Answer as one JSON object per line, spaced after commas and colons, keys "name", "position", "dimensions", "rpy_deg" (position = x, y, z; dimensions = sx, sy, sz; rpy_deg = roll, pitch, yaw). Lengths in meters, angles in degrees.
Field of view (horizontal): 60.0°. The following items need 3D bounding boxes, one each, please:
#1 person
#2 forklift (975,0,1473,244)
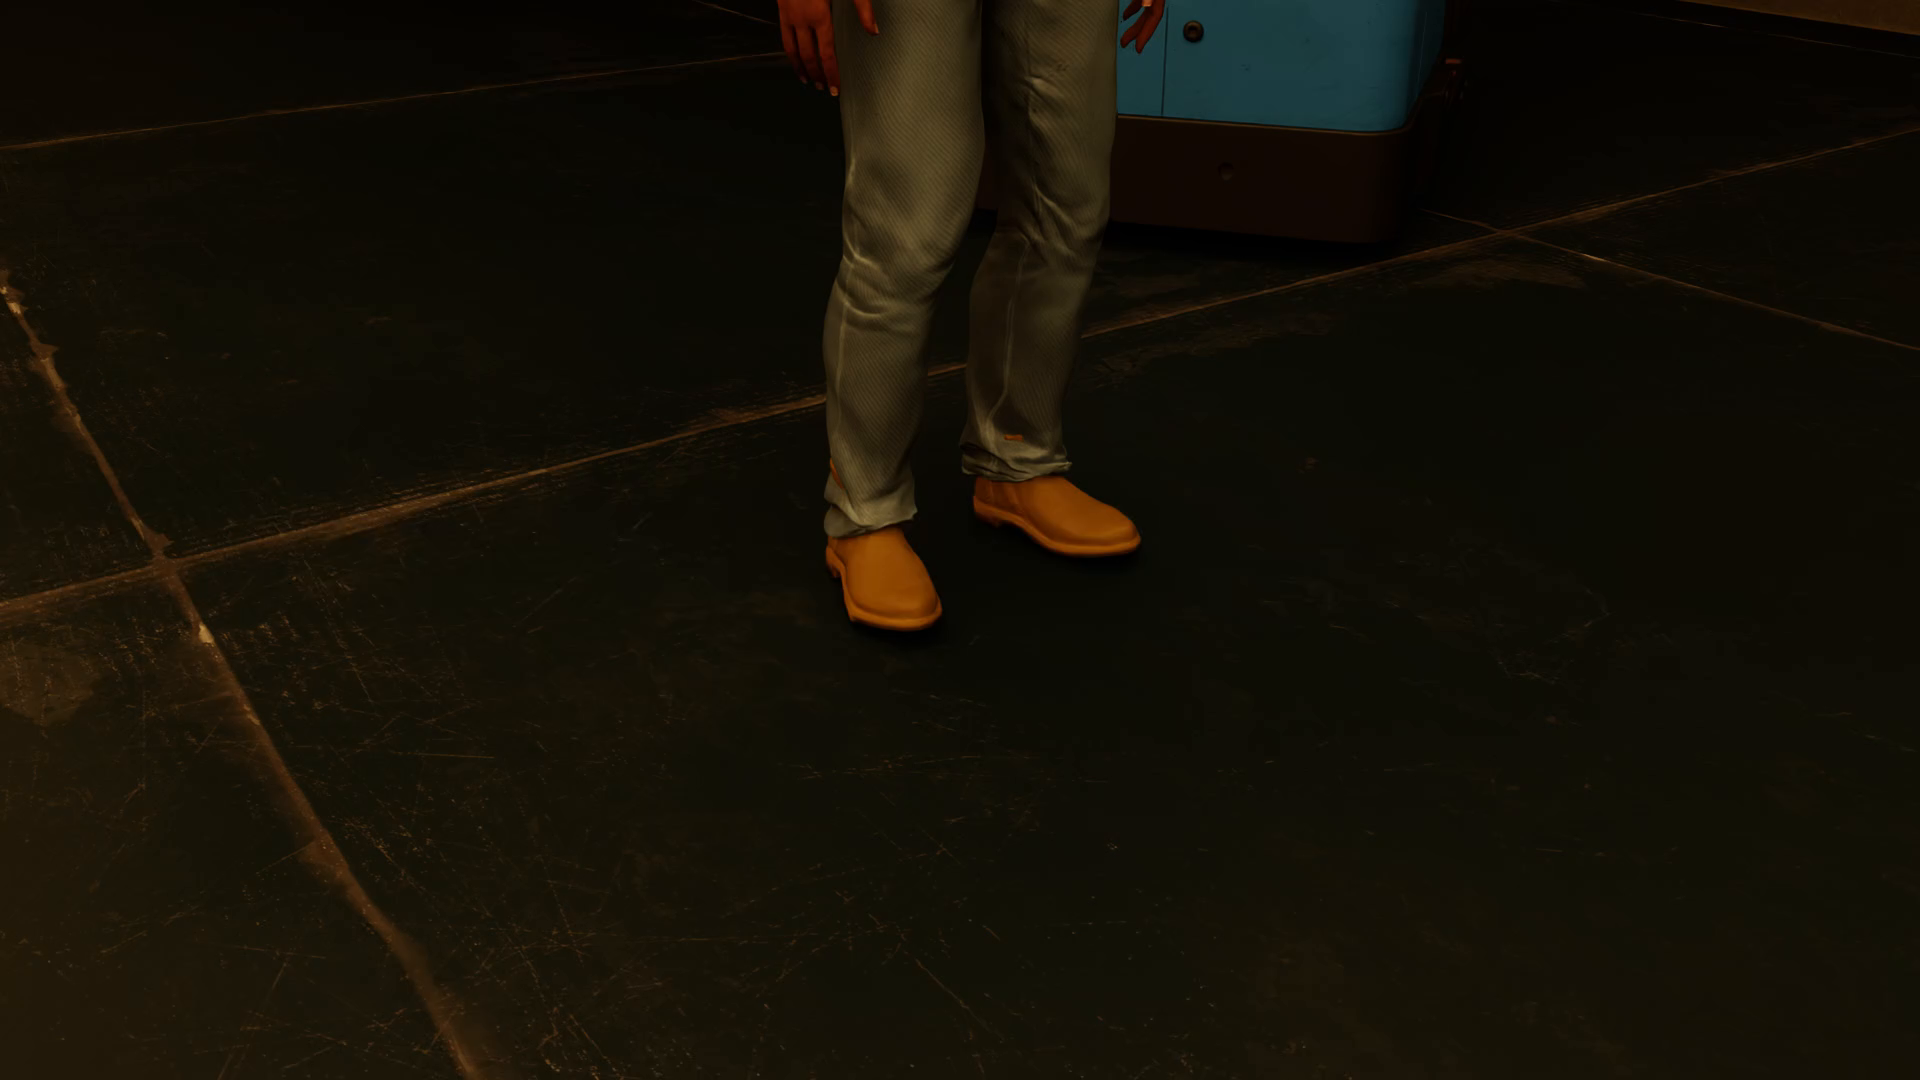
{"name": "person", "position": [0.030, -0.772, 2.081], "dimensions": [0.626, 1.760, 0.460], "rpy_deg": [-19, 32, -32]}
{"name": "forklift", "position": [0.934, -2.596, 4.406], "dimensions": [1.130, 2.935, 3.031], "rpy_deg": [9, 28, 17]}
